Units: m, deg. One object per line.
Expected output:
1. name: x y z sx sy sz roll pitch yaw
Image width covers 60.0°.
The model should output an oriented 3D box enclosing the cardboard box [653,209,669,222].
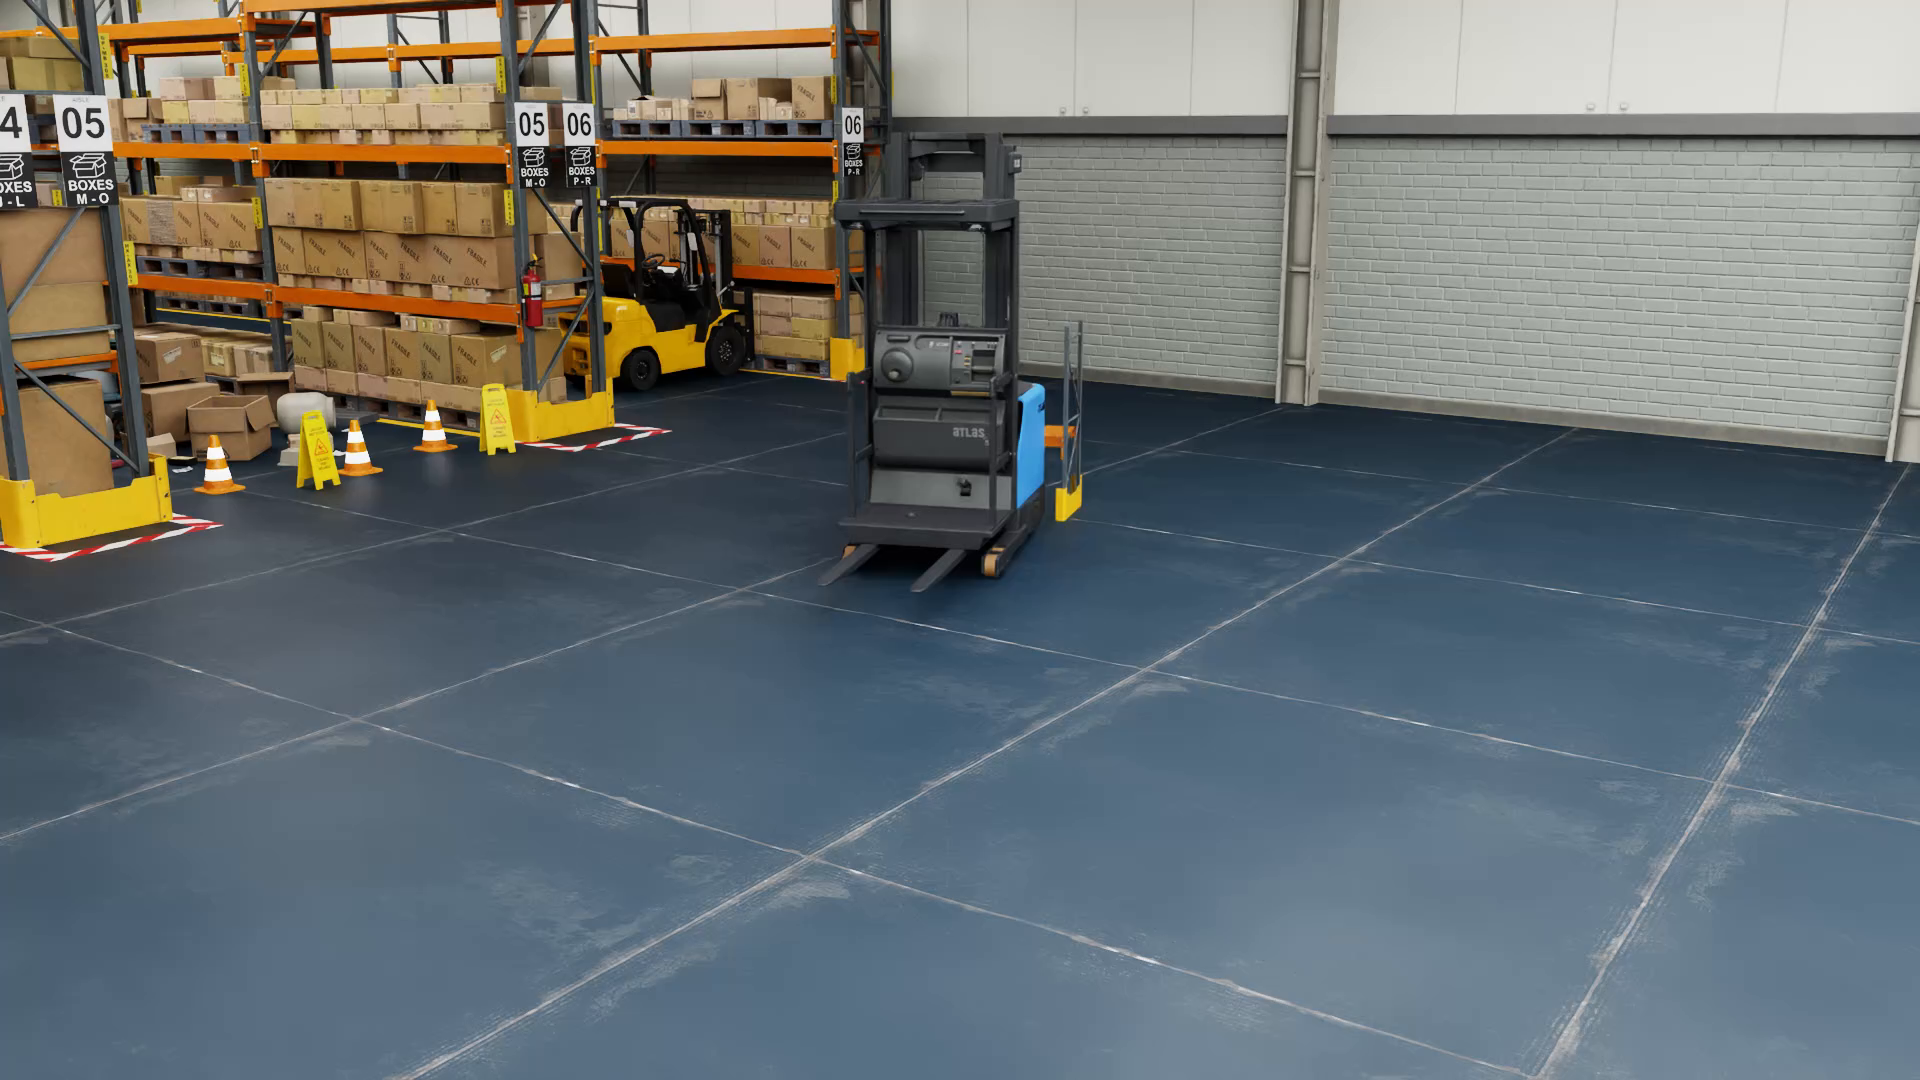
1. cardboard box: -3.746 -4.211 21.532 0.250 0.149 0.380 10 17 34

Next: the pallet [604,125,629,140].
1. pallet: -5.214 -5.533 22.588 1.217 0.209 0.805 8 16 31

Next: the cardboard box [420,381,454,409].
1. cardboard box: -5.169 -1.522 17.079 0.500 0.250 0.500 9 17 33

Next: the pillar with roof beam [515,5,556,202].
1. pillar with roof beam: -8.612 -6.649 20.456 0.400 9.000 9.100 9 17 33

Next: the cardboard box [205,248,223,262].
1. cardboard box: -8.266 -3.226 18.762 0.250 0.149 0.380 9 16 32

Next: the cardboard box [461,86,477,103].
1. cardboard box: -4.561 -4.277 15.981 0.250 0.149 0.380 10 17 34

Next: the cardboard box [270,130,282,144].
1. cardboard box: -7.119 -4.306 17.758 0.250 0.149 0.380 9 16 32

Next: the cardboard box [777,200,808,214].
1. cardboard box: -2.025 -4.088 20.418 0.250 0.149 0.380 10 17 34

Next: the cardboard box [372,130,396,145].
1. cardboard box: -5.674 -4.051 16.725 0.250 0.149 0.380 9 16 32

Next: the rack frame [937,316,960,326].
1. rack frame: -0.091 -1.017 13.301 0.032 1.500 0.500 4 14 17

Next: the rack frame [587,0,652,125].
1. rack frame: -4.475 -6.966 21.737 0.127 3.000 1.000 9 17 33

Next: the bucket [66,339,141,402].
1. bucket: -8.521 -1.654 16.410 0.726 0.611 0.620 -10 7 -35

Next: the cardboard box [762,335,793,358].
1. cardboard box: -2.129 -2.455 20.848 0.500 0.250 0.500 9 17 33

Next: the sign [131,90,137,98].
1. sign: -10.256 -5.415 20.638 0.005 0.325 0.100 9 17 33

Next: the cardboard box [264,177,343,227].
1. cardboard box: -6.998 -3.640 17.877 0.500 0.500 0.700 9 17 32

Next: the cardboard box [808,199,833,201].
1. cardboard box: -1.740 -4.188 20.820 0.250 0.149 0.380 10 17 34

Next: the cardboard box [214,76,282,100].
1. cardboard box: -7.794 -4.946 18.217 0.500 0.250 0.500 10 17 34

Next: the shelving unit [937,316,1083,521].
1. shelving unit: 0.386 -0.981 13.159 1.083 1.500 0.587 4 14 17

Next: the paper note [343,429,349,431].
1. paper note: -6.141 -1.116 16.769 0.148 0.019 0.142 3 14 14

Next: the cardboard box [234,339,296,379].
1. cardboard box: -7.678 -2.062 19.006 0.625 0.372 0.950 9 17 34

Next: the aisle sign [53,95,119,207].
1. aisle sign: -6.375 -2.839 12.140 0.004 0.787 0.394 9 17 33

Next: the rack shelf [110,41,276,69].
1. rack shelf: -12.772 -7.957 27.242 4.000 0.370 1.077 9 17 33

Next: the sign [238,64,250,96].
1. sign: -7.549 -4.851 17.539 0.005 0.325 0.100 9 17 33

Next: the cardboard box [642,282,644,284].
1. cardboard box: -4.248 -3.281 22.103 0.500 0.250 0.500 9 16 32

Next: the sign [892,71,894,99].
1. sign: -0.841 -5.546 20.260 0.005 0.325 0.100 9 17 33

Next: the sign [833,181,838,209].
1. sign: -1.470 -4.088 19.694 0.005 0.325 0.100 9 17 33

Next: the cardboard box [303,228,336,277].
1. cardboard box: -6.603 -3.080 17.694 0.500 0.500 0.500 9 17 33

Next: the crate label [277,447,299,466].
1. crate label: -6.024 -0.765 15.127 0.298 0.136 0.250 1 14 4

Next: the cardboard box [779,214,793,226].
1. cardboard box: -2.009 -3.947 20.468 0.250 0.149 0.380 10 17 34

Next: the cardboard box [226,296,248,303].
1. cardboard box: -11.739 -3.963 27.150 0.250 0.149 0.380 9 16 31

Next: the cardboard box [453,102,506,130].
1. cardboard box: -4.498 -4.070 15.973 0.500 0.250 0.500 9 16 32

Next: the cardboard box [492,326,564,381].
1. cardboard box: -4.458 -1.927 17.153 0.500 0.500 0.500 9 16 31

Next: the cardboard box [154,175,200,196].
1. cardboard box: -12.961 -5.783 27.576 0.500 0.500 0.500 10 17 34

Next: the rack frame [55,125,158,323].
1. rack frame: -10.561 -3.600 20.625 0.127 3.000 1.000 9 17 33

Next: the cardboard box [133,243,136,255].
1. cardboard box: -9.761 -3.470 19.748 0.250 0.149 0.380 9 17 33

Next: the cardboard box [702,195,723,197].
1. cardboard box: -3.182 -4.445 21.859 0.250 0.149 0.380 9 16 32

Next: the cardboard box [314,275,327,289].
1. cardboard box: -6.683 -2.783 17.845 0.250 0.149 0.380 9 17 33

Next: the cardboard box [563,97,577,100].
1. cardboard box: -5.211 -5.768 22.242 0.500 0.311 0.500 9 16 31

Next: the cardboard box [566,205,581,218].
1. cardboard box: -5.106 -4.450 22.500 0.250 0.149 0.380 9 16 32

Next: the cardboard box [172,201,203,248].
1. cardboard box: -8.590 -3.614 18.977 0.500 0.500 0.500 10 17 35

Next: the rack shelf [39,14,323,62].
1. rack shelf: -8.901 -5.701 18.955 4.000 0.370 1.077 9 17 33

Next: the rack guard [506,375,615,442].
1. rack guard: -3.986 -1.324 16.633 0.348 0.500 1.175 9 17 33

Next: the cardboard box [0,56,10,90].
1. cardboard box: -7.164 -3.317 11.849 0.500 0.250 0.500 9 17 34

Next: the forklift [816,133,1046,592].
1. forklift: -0.195 -1.265 11.334 1.130 2.935 3.031 3 14 14

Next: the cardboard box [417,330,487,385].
1. cardboard box: -5.168 -1.885 16.985 0.500 0.500 0.500 10 17 35

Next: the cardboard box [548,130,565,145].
1. cardboard box: -4.017 -3.971 16.402 0.250 0.149 0.380 9 17 33

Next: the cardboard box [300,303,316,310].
1. cardboard box: -9.978 -3.870 26.044 0.500 0.500 0.500 9 16 31

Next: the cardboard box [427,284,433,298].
1. cardboard box: -5.190 -2.554 16.923 0.250 0.149 0.380 9 17 34

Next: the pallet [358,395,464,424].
1. pallet: -5.648 -1.464 17.797 1.213 0.211 1.003 9 17 33

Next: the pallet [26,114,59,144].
1. pallet: -7.223 -3.037 12.293 1.213 0.211 1.003 9 17 33

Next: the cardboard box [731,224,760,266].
1. cardboard box: -2.561 -3.720 20.900 0.500 0.500 0.500 9 16 32

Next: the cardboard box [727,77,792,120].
1. cardboard box: -2.453 -5.443 20.535 0.500 0.500 0.700 9 17 33

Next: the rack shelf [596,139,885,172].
1. rack shelf: -2.815 -4.893 21.101 4.000 0.370 1.077 9 17 33

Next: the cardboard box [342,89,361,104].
1. cardboard box: -6.051 -4.514 16.937 0.250 0.149 0.380 9 16 32

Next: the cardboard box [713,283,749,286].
1. cardboard box: -3.117 -3.246 21.960 0.500 0.250 0.500 9 17 33

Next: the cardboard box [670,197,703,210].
1. cardboard box: -3.505 -4.326 21.380 0.250 0.149 0.380 9 16 32
